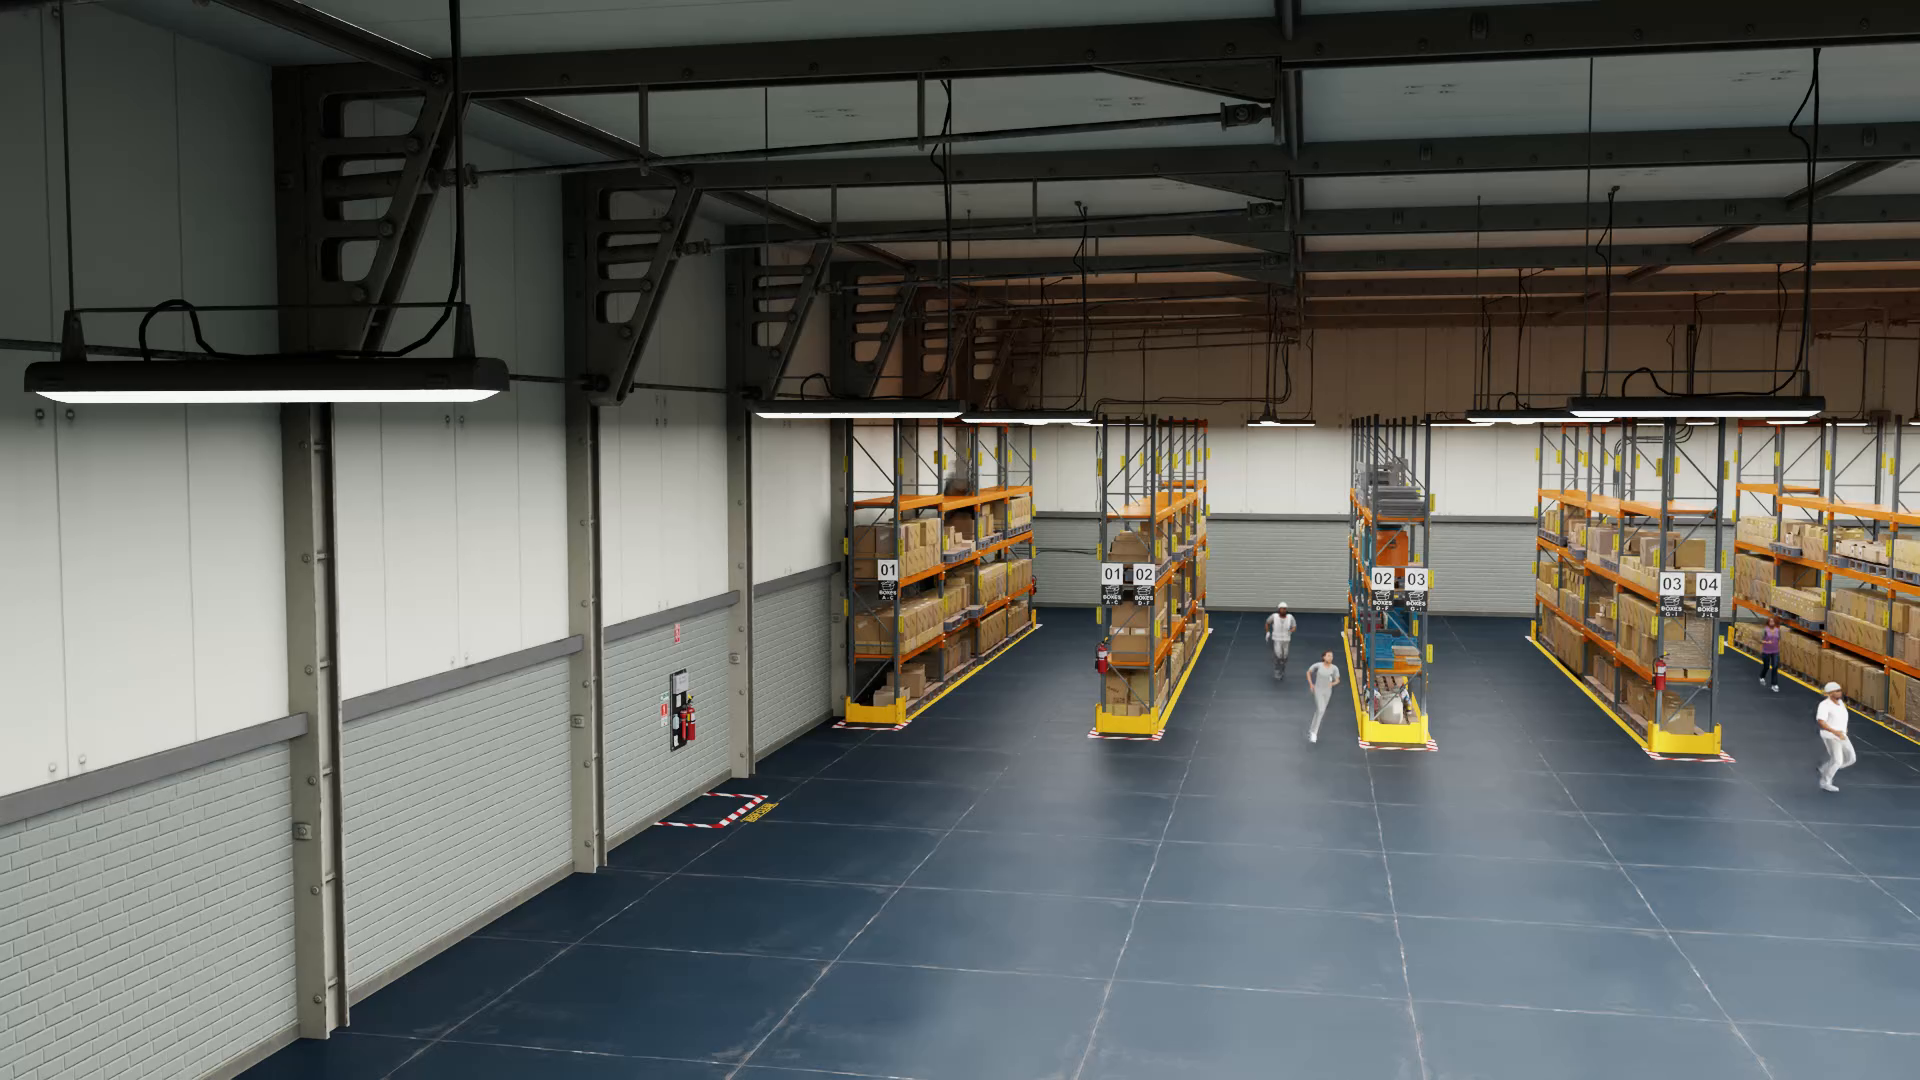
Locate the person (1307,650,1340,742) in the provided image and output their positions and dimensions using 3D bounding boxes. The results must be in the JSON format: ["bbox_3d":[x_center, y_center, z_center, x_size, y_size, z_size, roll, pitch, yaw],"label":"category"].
[{"bbox_3d":[6.707,2.861,30.725,0.573,1.690,0.652,-1,4,-10],"label":"person"}]

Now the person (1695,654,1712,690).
[{"bbox_3d":[16.315,2.463,36.423,0.693,1.685,0.682,0,4,5],"label":"person"}]

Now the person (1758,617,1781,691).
[{"bbox_3d":[17.733,2.478,36.382,0.544,1.564,0.873,0,4,7],"label":"person"}]

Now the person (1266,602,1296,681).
[{"bbox_3d":[7.330,2.313,37.903,0.660,1.790,0.800,0,4,0],"label":"person"}]

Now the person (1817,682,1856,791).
[{"bbox_3d":[13.874,3.108,26.332,0.708,1.723,0.517,-3,5,-36],"label":"person"}]
